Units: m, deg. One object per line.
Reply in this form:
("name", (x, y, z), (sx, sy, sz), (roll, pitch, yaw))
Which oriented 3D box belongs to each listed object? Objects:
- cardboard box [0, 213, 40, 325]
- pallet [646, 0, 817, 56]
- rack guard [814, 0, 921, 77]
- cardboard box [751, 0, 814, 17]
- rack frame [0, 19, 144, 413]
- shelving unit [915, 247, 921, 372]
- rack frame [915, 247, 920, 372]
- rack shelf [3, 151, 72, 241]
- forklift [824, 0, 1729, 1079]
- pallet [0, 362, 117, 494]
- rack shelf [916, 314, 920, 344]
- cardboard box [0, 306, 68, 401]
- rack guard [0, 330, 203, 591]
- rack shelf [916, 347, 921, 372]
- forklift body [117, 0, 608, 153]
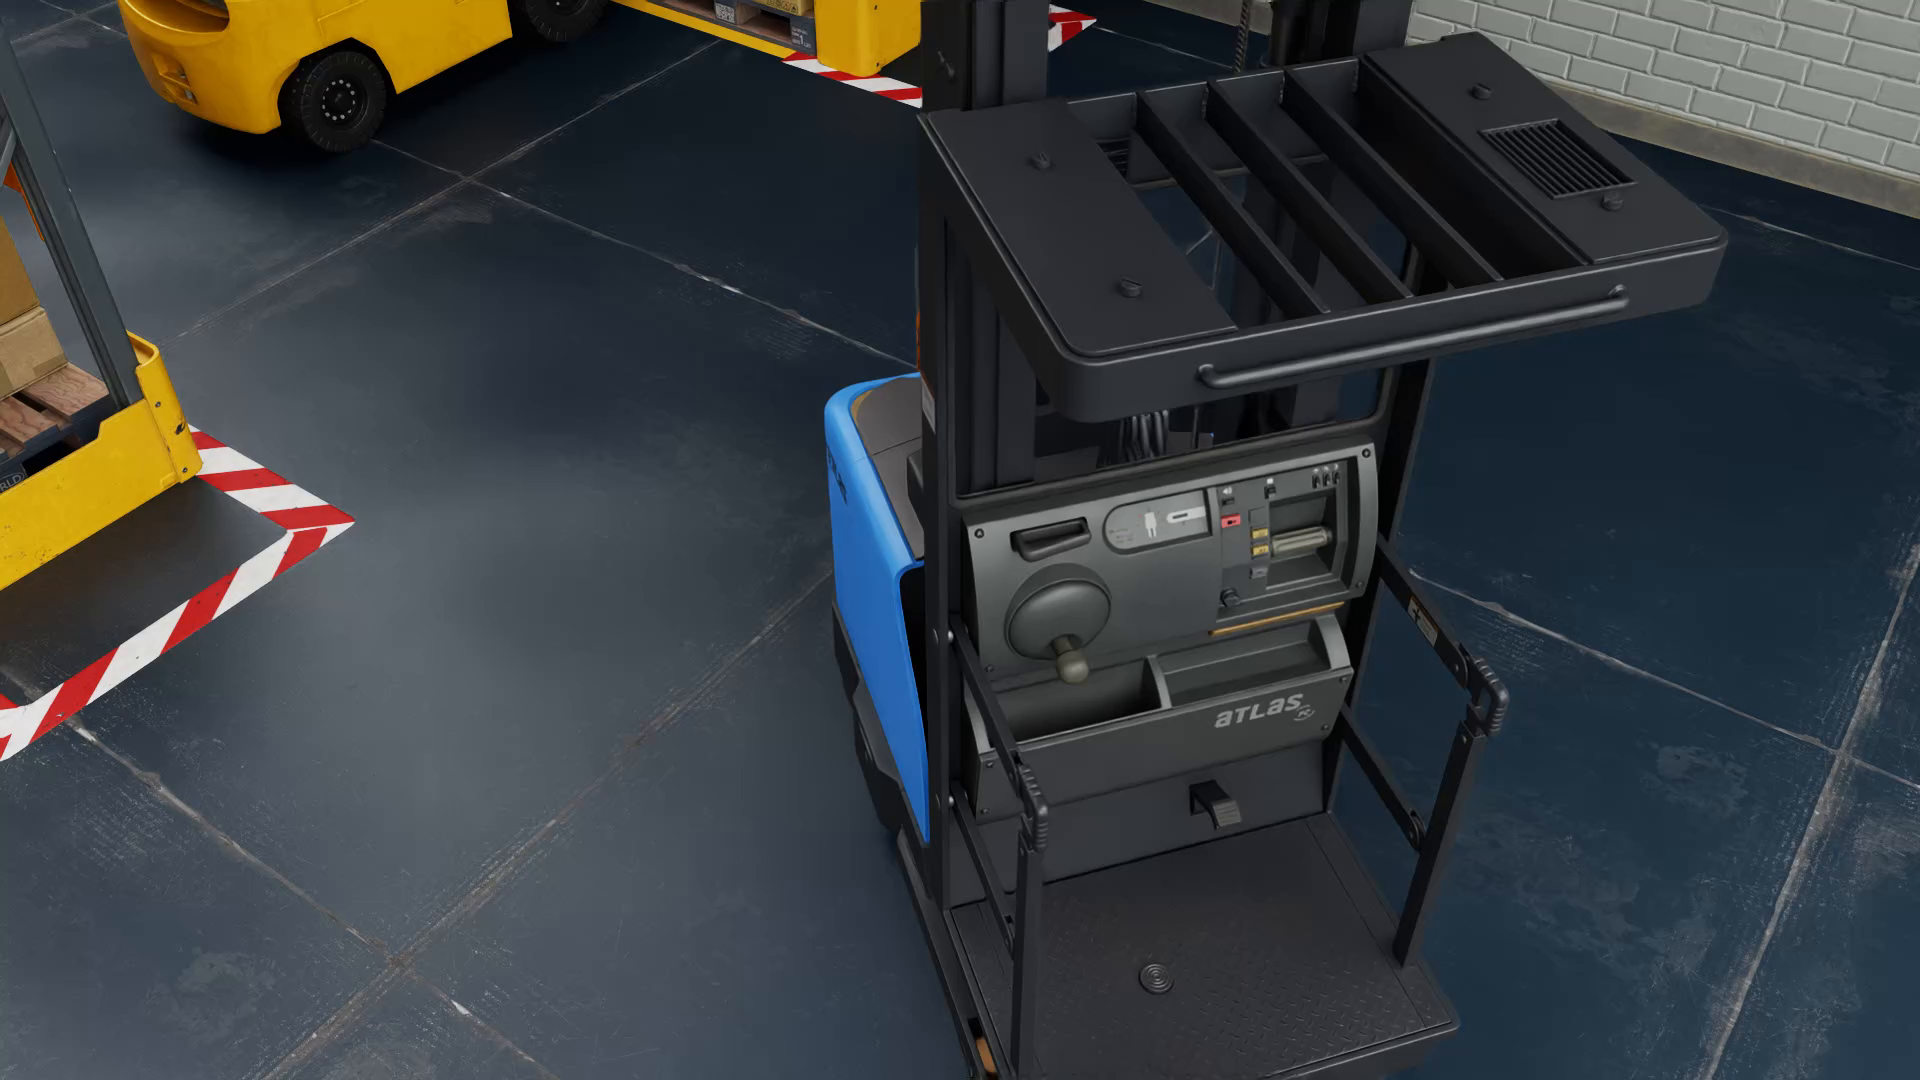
("cardboard box", (-3.665, -0.988, 5.789), (0.500, 0.500, 0.500), (24, 47, 24))
("pallet", (-0.946, -3.050, 9.000), (1.213, 0.211, 1.003), (25, 48, 25))
("rack guard", (-0.277, -2.878, 8.592), (0.348, 0.500, 1.175), (25, 48, 25))
("cardboard box", (-0.862, -2.958, 8.554), (0.500, 0.250, 0.500), (25, 48, 26))
("rack frame", (-3.143, -1.108, 4.738), (0.127, 3.000, 1.000), (25, 48, 25))
("shelving unit", (0.012, -0.442, 5.344), (0.189, 1.200, 0.258), (25, 48, 25))
("rack frame", (-0.063, -0.477, 5.383), (0.006, 1.200, 0.240), (25, 48, 25))
("rack shelf", (-4.781, -1.605, 5.834), (4.000, 0.370, 1.077), (25, 48, 25))
("forklift", (0.533, 0.128, 3.409), (1.130, 2.935, 3.031), (-12, 43, -13))
("pallet", (-3.850, -0.428, 6.070), (1.213, 0.211, 1.003), (25, 48, 25))
("rack shelf", (0.012, -0.677, 5.133), (0.180, 0.103, 0.258), (25, 48, 25))
("cardboard box", (-3.645, -0.699, 6.029), (0.500, 0.250, 0.500), (25, 47, 25))
("rack guard", (-3.205, -0.205, 5.604), (0.348, 0.500, 1.175), (25, 48, 25))
("rack shelf", (0.012, -0.587, 5.213), (0.180, 0.103, 0.258), (25, 48, 25))
("forklift body", (-2.896, -3.233, 7.750), (1.214, 2.155, 2.313), (25, 48, 25))
